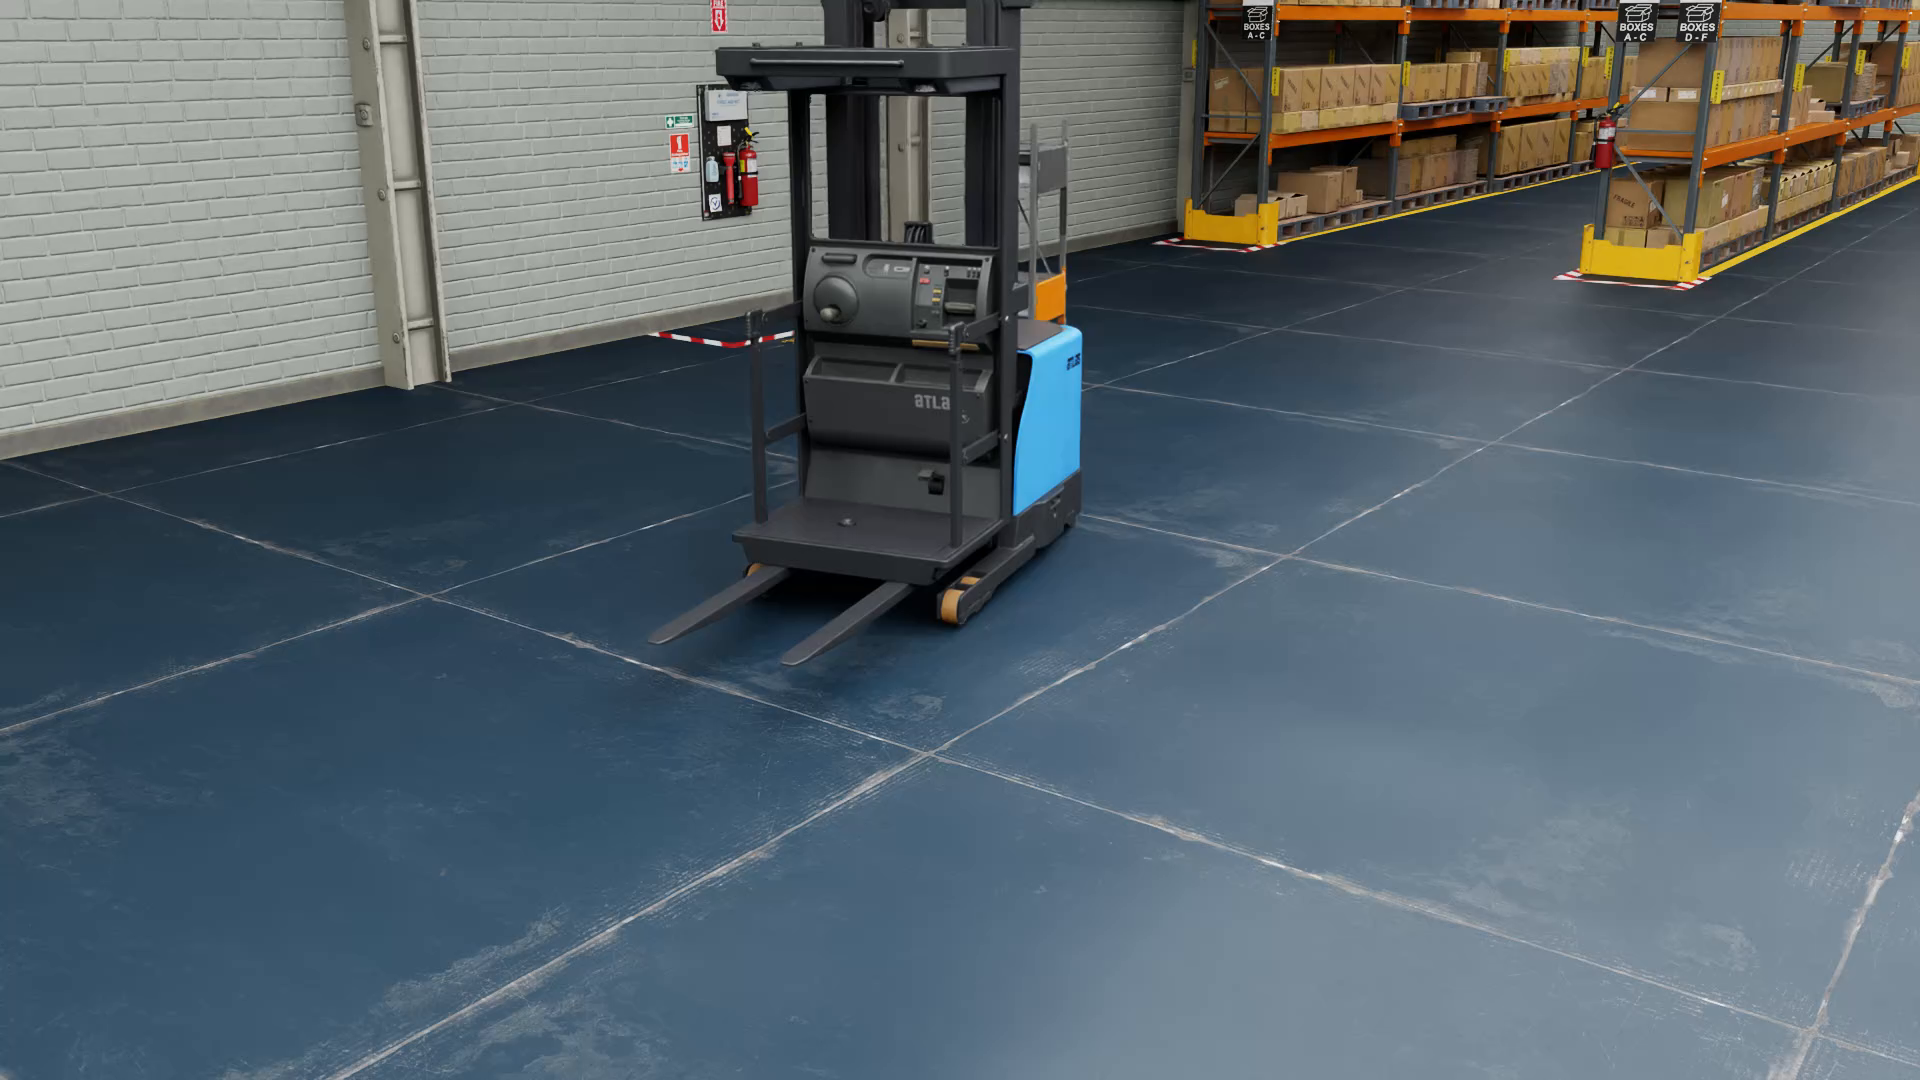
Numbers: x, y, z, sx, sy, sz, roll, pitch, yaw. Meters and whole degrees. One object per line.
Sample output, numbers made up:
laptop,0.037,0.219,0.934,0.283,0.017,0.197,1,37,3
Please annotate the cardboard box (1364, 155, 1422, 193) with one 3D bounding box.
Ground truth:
cardboard box,6.405,-5.438,24.672,0.700,0.500,0.500,12,21,34

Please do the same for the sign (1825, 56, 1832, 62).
sign,14.019,-7.650,26.862,0.100,0.325,0.005,12,21,35

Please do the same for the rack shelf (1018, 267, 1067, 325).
rack shelf,0.310,-1.230,9.212,0.431,0.518,0.480,7,19,21

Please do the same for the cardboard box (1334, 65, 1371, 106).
cardboard box,5.077,-6.003,21.971,0.500,0.500,0.500,12,21,33

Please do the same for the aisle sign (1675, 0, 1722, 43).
aisle sign,7.516,-5.456,16.873,0.394,0.787,0.004,12,21,35

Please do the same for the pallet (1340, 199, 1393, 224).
pallet,5.341,-4.614,23.246,1.003,0.211,1.213,12,21,35

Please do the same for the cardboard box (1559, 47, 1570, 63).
cardboard box,10.094,-8.298,28.439,0.500,0.250,0.500,13,21,36

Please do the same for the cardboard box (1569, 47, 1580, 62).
cardboard box,10.406,-8.418,28.826,0.500,0.250,0.500,13,22,36

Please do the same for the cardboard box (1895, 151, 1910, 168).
cardboard box,16.127,-6.598,28.829,0.500,0.250,0.500,12,21,35

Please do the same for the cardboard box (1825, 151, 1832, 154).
cardboard box,13.061,-5.720,25.578,0.500,0.500,0.500,11,21,33

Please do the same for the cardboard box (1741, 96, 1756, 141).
cardboard box,8.822,-4.933,19.402,0.700,0.500,0.500,13,21,35

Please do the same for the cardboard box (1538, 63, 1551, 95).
cardboard box,9.511,-7.701,27.780,0.500,0.500,0.500,13,22,36

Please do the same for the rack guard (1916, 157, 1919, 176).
rack guard,16.798,-6.884,30.067,1.175,0.500,0.348,12,21,35

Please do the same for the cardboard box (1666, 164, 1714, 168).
cardboard box,8.874,-4.307,20.220,0.500,0.500,0.500,12,21,35

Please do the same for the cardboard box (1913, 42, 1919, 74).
cardboard box,15.580,-7.976,27.515,0.500,0.500,0.500,12,21,33

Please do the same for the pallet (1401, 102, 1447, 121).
pallet,6.285,-6.177,23.899,1.003,0.211,1.213,12,21,35

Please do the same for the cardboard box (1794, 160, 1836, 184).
cardboard box,11.962,-5.177,23.340,0.500,0.311,0.500,13,22,36

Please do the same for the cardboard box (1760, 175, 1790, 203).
cardboard box,10.139,-4.447,20.989,0.500,0.311,0.500,13,21,35

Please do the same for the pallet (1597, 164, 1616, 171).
pallet,11.721,-7.145,31.395,1.003,0.211,1.213,12,21,35

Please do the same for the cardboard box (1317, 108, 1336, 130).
cardboard box,4.481,-5.404,21.306,0.500,0.250,0.500,12,21,34

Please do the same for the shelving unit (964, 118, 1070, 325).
shelving unit,0.310,-1.243,9.208,0.431,2.100,0.503,7,19,21

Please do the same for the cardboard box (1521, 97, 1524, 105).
cardboard box,9.060,-7.243,27.401,0.380,0.149,0.250,13,21,36

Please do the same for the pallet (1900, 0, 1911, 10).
pallet,14.015,-8.343,25.810,1.213,0.211,1.003,12,21,35

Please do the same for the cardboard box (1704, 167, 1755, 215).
cardboard box,8.990,-4.097,19.543,0.500,0.500,0.500,12,21,35

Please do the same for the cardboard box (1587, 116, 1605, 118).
cardboard box,12.439,-8.167,32.399,0.380,0.149,0.250,13,21,35

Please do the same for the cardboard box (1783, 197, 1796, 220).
cardboard box,10.438,-4.299,21.456,0.500,0.250,0.500,13,22,36

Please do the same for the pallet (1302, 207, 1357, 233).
pallet,4.614,-4.322,22.306,1.003,0.211,1.213,12,21,35

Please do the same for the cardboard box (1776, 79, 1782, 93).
cardboard box,9.703,-5.492,20.110,0.380,0.149,0.250,12,21,35

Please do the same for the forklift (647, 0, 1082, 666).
forklift,-0.373,-1.155,7.521,1.130,2.935,3.031,7,19,21

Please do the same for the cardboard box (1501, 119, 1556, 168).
cardboard box,9.669,-6.801,28.504,0.750,0.750,0.750,13,22,36

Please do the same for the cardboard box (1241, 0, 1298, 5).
cardboard box,3.729,-6.684,19.951,0.500,0.500,0.500,13,22,36

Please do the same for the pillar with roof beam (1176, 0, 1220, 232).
pillar with roof beam,6.509,-7.583,17.989,9.100,9.000,0.400,12,21,35

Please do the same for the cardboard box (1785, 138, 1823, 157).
cardboard box,12.475,-5.843,24.710,0.500,0.250,0.500,13,22,37

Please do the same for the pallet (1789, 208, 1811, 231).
pallet,10.827,-4.380,22.492,1.003,0.211,1.213,12,21,35

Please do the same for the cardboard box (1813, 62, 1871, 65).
cardboard box,13.639,-7.143,25.810,0.500,0.500,0.700,-16,23,-42

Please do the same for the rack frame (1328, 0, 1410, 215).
rack frame,5.712,-6.112,23.367,1.000,3.000,0.127,12,21,35

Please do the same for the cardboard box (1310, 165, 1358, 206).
cardboard box,5.126,-4.874,22.854,0.500,0.500,0.500,11,20,31

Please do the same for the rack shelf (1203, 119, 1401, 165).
rack shelf,4.521,-5.292,21.940,1.077,0.370,4.000,12,21,35

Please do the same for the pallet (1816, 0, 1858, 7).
pallet,11.080,-7.088,21.772,1.003,0.211,1.213,14,22,37

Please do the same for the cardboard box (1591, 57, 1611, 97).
cardboard box,11.680,-8.635,30.986,0.980,0.700,0.700,11,20,32

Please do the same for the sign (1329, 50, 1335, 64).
sign,5.264,-6.762,23.509,0.100,0.325,0.005,12,21,35

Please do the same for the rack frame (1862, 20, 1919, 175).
rack frame,16.843,-8.096,29.755,1.000,3.000,0.127,12,21,35

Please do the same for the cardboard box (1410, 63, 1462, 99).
cardboard box,7.099,-6.908,25.021,0.700,0.500,0.500,12,21,35

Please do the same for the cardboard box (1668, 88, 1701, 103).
cardboard box,7.716,-4.698,17.551,0.380,0.149,0.250,12,21,34

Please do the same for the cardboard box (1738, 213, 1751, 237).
cardboard box,9.000,-3.737,19.647,0.500,0.250,0.500,12,21,35

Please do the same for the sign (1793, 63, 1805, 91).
sign,10.140,-5.591,20.097,0.100,0.325,0.005,12,21,35

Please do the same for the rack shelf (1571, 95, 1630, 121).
rack shelf,11.671,-8.150,31.144,1.077,0.370,4.000,12,21,35

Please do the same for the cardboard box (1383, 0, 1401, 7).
cardboard box,5.608,-7.437,22.375,0.500,0.500,0.500,13,22,36

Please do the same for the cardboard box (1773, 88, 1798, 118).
cardboard box,10.477,-5.591,21.520,0.500,0.500,0.500,14,22,39

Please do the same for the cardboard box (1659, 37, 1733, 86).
cardboard box,7.938,-5.200,18.074,0.700,0.500,0.500,12,21,33

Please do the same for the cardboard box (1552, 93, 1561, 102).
cardboard box,10.073,-7.585,28.501,0.380,0.149,0.250,12,21,35

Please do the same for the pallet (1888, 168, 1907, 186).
pallet,15.596,-6.266,28.567,1.003,0.211,1.213,12,21,35

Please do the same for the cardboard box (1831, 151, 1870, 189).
cardboard box,13.494,-5.634,25.301,0.500,0.500,0.500,12,21,33

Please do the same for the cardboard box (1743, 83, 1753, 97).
cardboard box,8.789,-5.126,18.931,0.380,0.149,0.250,13,22,36
